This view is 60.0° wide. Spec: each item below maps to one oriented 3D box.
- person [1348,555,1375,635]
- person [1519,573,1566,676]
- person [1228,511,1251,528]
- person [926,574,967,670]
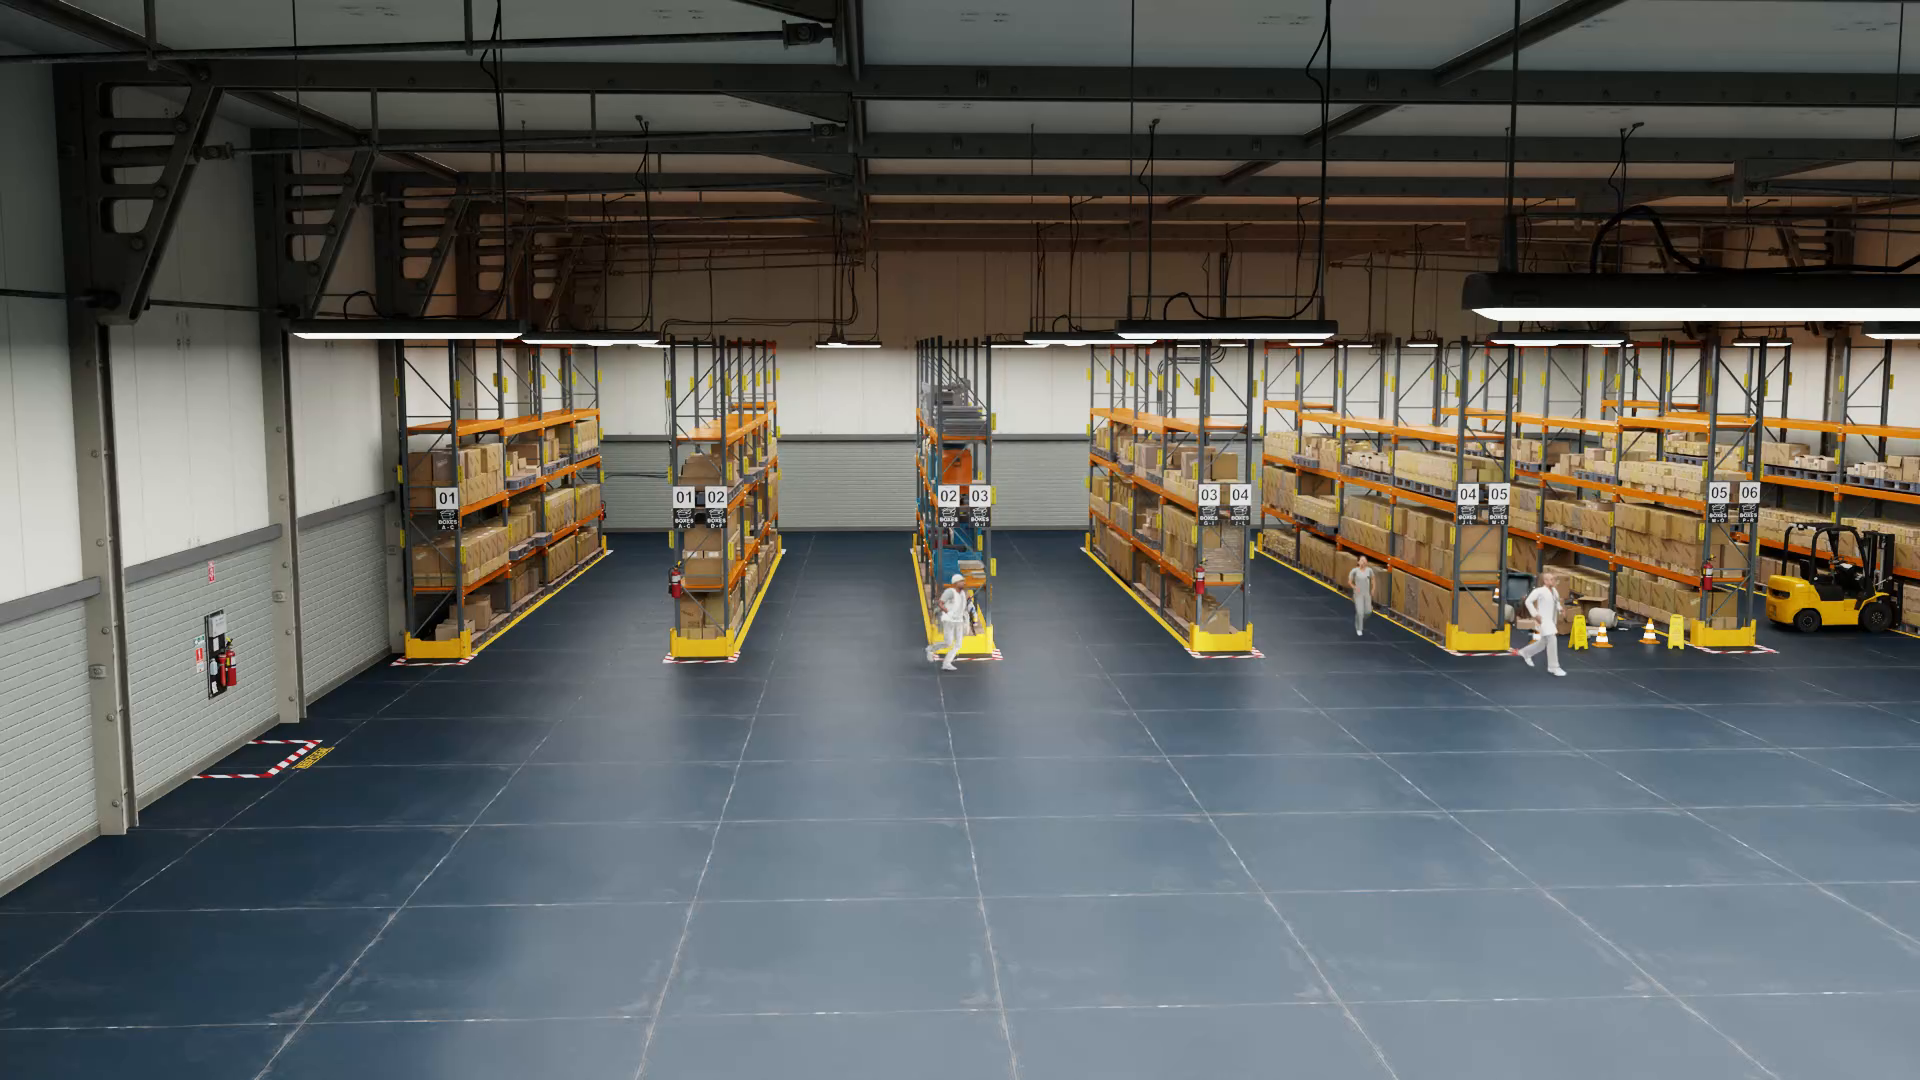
[{"bbox_3d":[8.132,1.102,33.647,0.596,1.630,0.588,-1,7,-6],"label":"person"},{"bbox_3d":[10.437,1.477,29.713,0.717,1.789,0.983,-6,9,-42],"label":"person"},{"bbox_3d":[7.487,-0.186,44.706,0.682,1.818,0.789,0,6,1],"label":"person"},{"bbox_3d":[-0.179,1.466,30.182,0.704,1.694,0.725,5,8,38],"label":"person"}]
